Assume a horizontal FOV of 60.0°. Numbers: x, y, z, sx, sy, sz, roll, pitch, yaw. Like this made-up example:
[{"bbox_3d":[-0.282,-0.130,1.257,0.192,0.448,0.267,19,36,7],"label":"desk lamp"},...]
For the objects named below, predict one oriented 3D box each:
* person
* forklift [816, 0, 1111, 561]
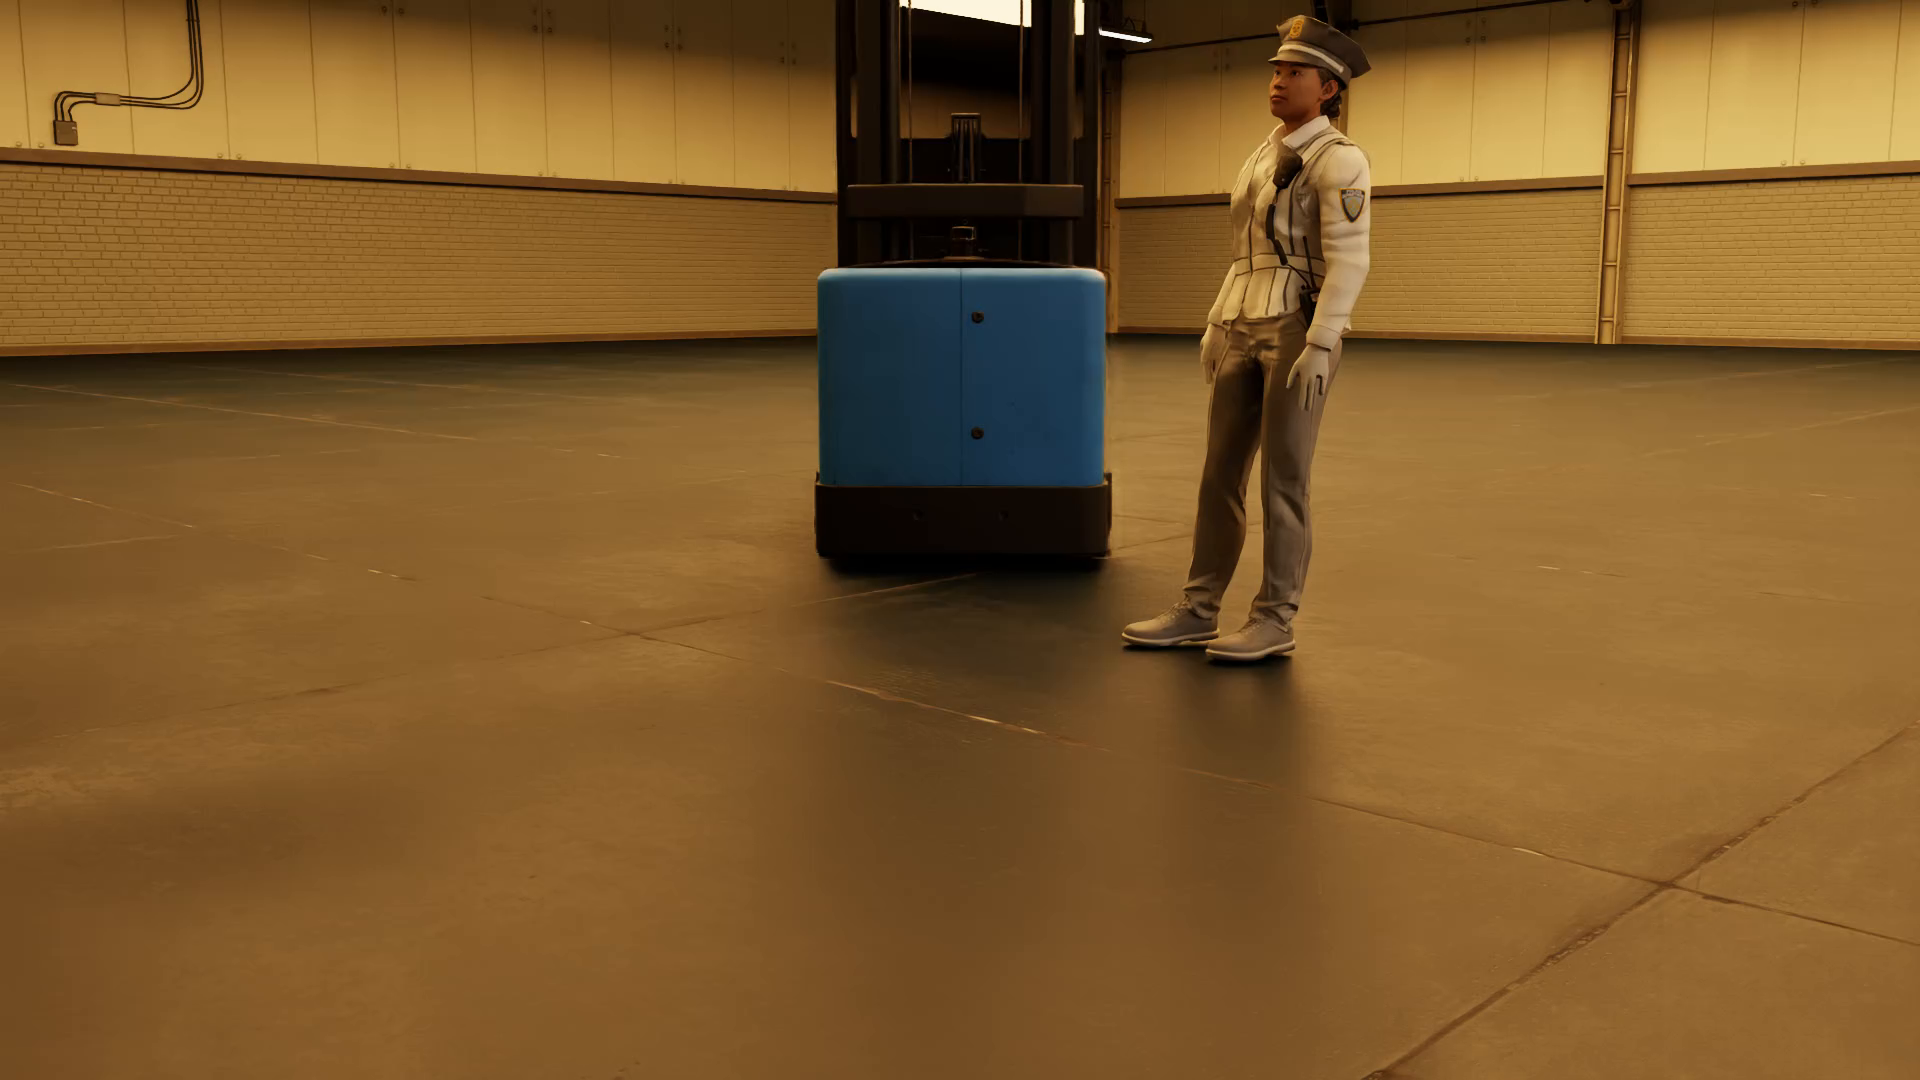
[{"bbox_3d":[0.797,-0.524,4.455,0.533,1.694,0.584,-3,9,-22],"label":"person"},{"bbox_3d":[0.035,-1.555,7.198,1.130,2.935,3.031,0,9,1],"label":"forklift"}]
